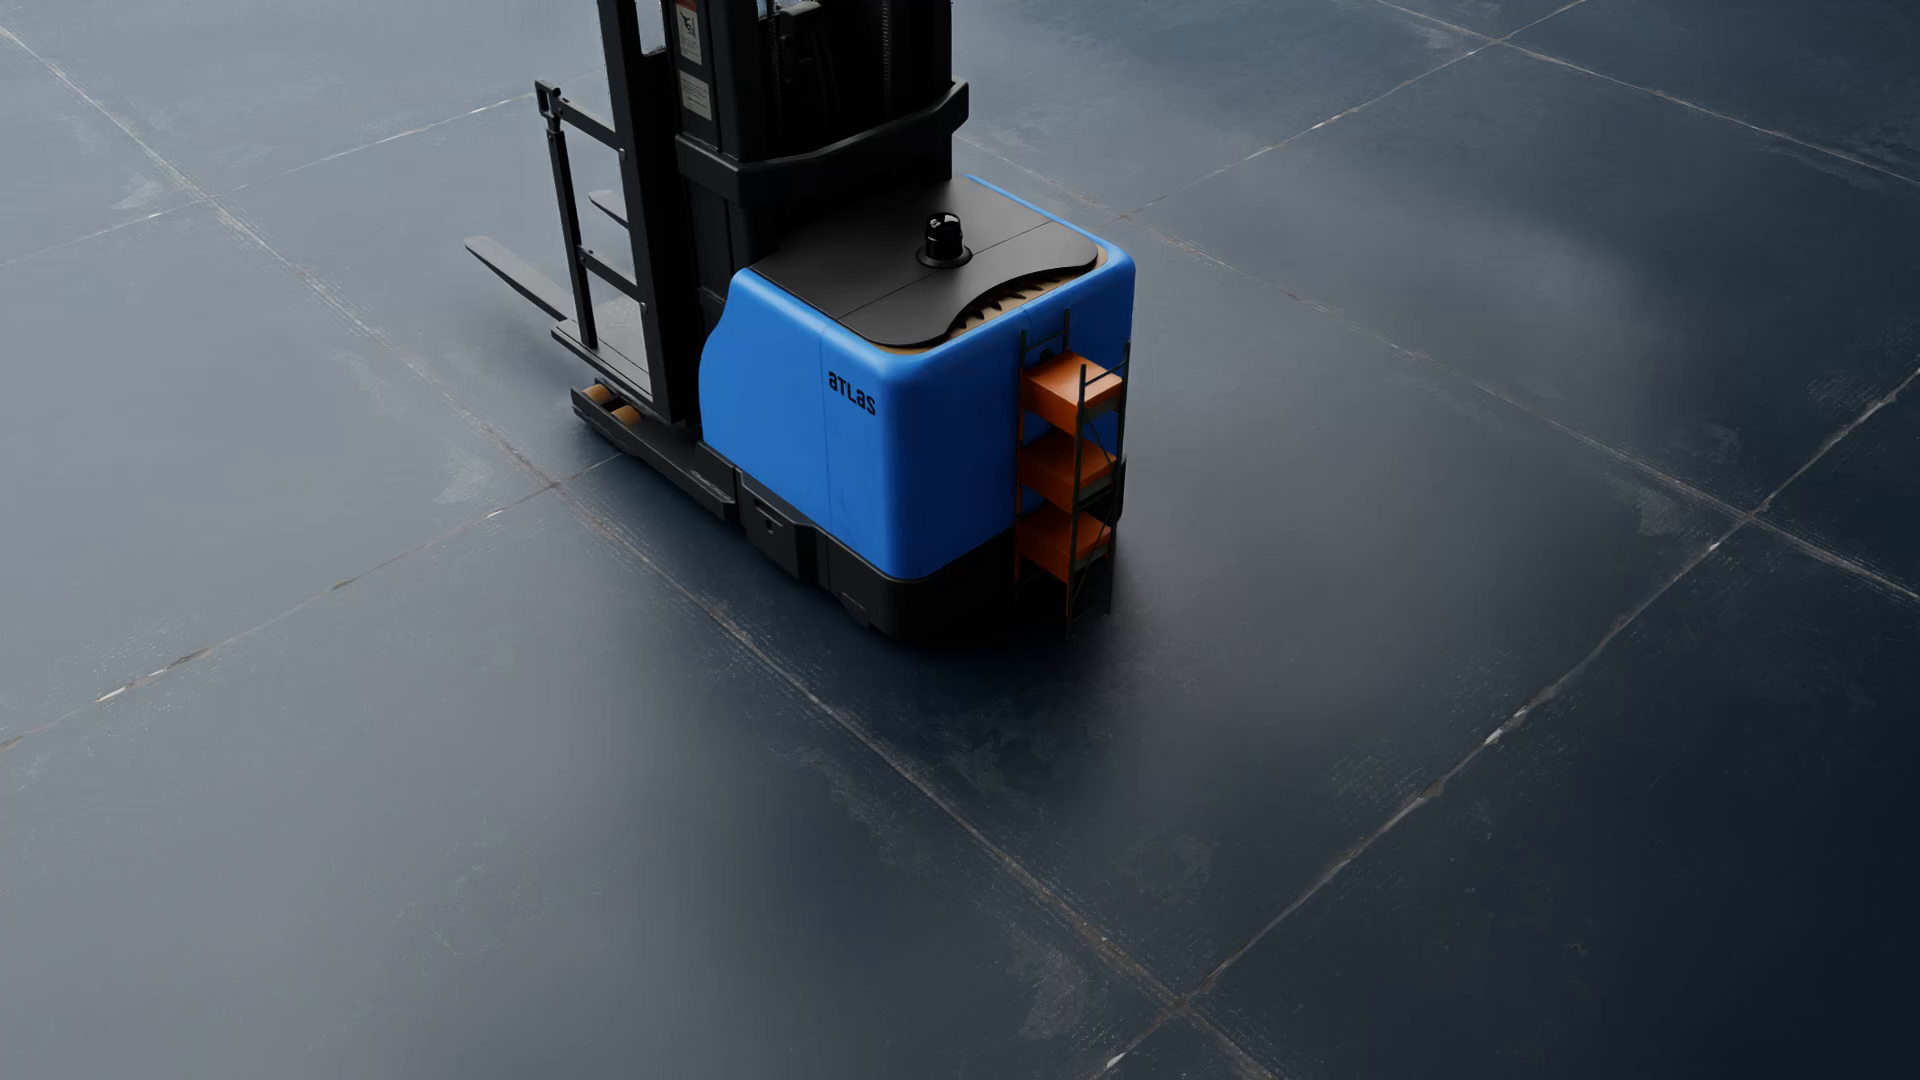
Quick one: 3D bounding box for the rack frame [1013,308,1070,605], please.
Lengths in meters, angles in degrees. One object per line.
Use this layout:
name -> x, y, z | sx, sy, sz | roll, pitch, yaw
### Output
rack frame -> 0.250, -0.237, 5.208 | 0.200, 1.050, 0.008 | -30, 48, -32

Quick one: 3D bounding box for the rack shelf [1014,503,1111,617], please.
rack shelf -> 0.333, 0.044, 5.319 | 0.215, 0.259, 0.240 | -30, 48, -32

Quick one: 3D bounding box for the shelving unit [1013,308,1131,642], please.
shelving unit -> 0.333, -0.180, 5.138 | 0.215, 1.050, 0.252 | -30, 48, -32

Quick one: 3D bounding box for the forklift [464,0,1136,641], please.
forklift -> -0.805, -1.662, 5.475 | 1.130, 2.935, 3.031 | -30, 48, -32

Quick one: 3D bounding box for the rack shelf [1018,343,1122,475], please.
rack shelf -> 0.333, -0.393, 4.966 | 0.215, 0.259, 0.240 | -30, 48, -32

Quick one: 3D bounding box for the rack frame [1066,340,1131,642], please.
rack frame -> 0.415, -0.124, 5.068 | 0.200, 1.050, 0.008 | -30, 48, -32

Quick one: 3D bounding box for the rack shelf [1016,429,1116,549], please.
rack shelf -> 0.333, -0.172, 5.145 | 0.215, 0.259, 0.240 | -30, 48, -32
